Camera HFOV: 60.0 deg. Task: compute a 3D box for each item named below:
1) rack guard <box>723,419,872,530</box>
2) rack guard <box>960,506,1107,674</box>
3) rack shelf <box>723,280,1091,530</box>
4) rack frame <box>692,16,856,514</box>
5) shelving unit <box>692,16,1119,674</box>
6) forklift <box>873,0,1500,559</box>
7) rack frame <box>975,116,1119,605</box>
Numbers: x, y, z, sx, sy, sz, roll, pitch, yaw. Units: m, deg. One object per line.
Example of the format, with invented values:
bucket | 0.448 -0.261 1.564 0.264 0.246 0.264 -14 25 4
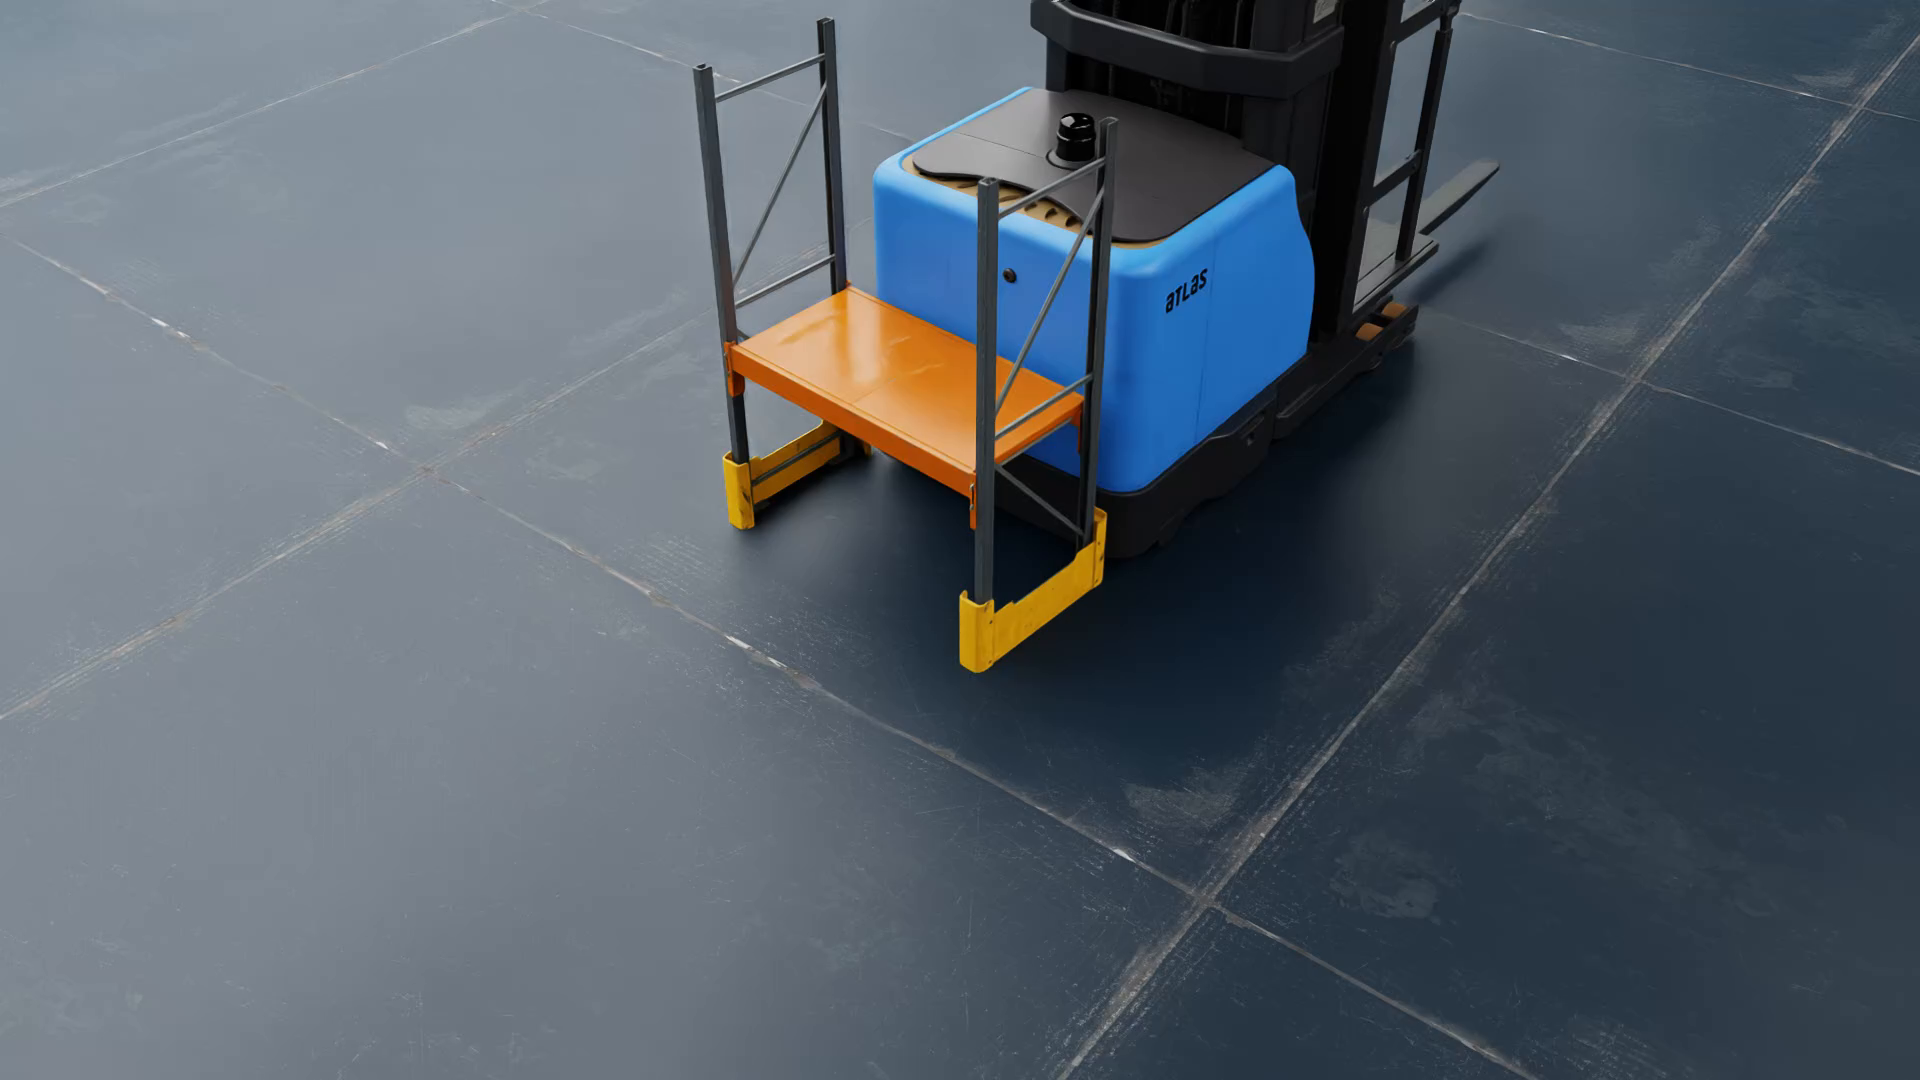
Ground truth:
rack guard | -0.519 -0.275 5.398 0.087 0.250 0.587 29 47 32
rack guard | 0.219 0.138 4.871 0.087 0.250 0.587 29 47 32
rack shelf | -0.157 -0.423 4.865 1.000 0.185 0.538 29 47 32
rack frame | -0.533 -0.775 5.023 0.032 1.500 0.500 29 47 32
shelving unit | -0.150 -0.560 4.749 1.083 1.500 0.587 29 47 32
forklift | 1.035 -1.944 5.355 1.130 2.935 3.031 26 45 29
rack frame | 0.220 -0.353 4.485 0.032 1.500 0.500 29 47 32
